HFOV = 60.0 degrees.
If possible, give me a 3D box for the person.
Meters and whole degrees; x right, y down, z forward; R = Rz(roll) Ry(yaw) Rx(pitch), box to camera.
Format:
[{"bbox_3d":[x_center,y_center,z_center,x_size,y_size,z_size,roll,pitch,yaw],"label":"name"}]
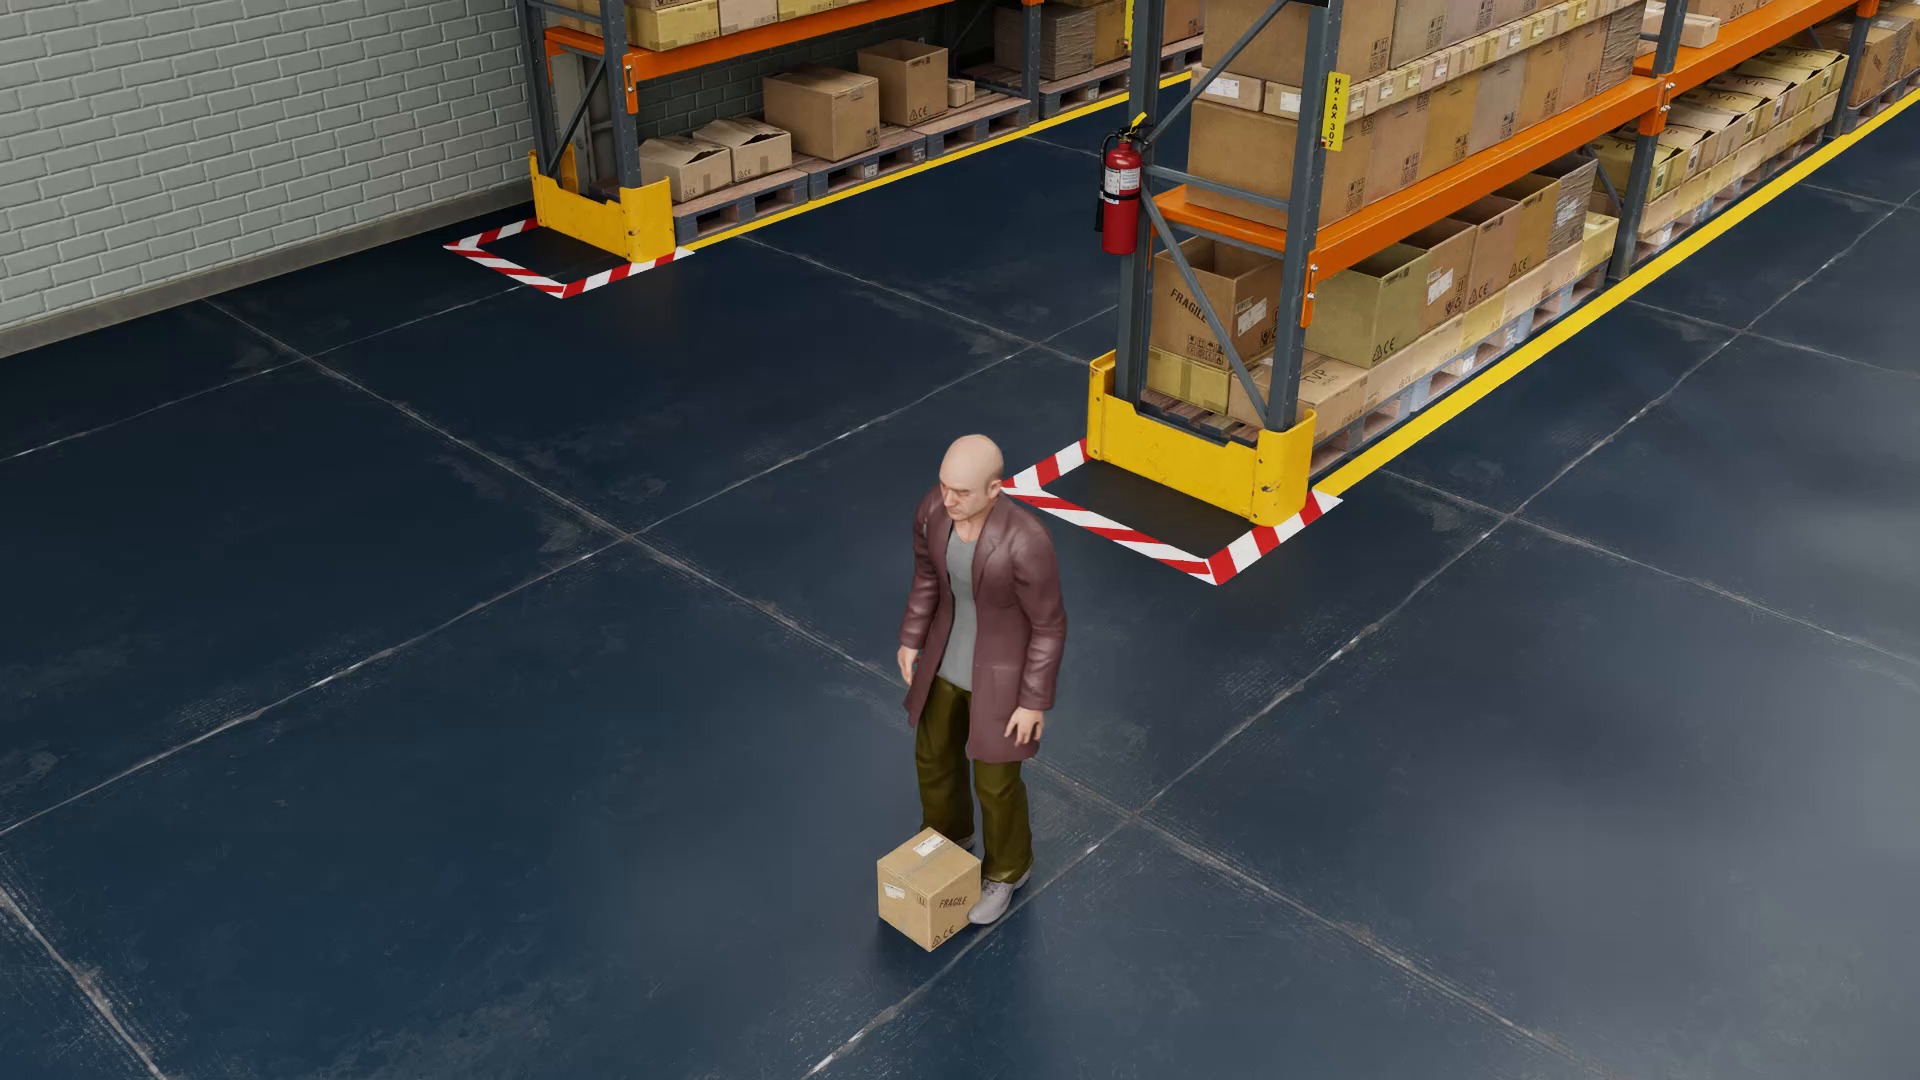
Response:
[{"bbox_3d":[0.054,0.434,5.422,0.642,1.774,0.421,25,39,35],"label":"person"}]
